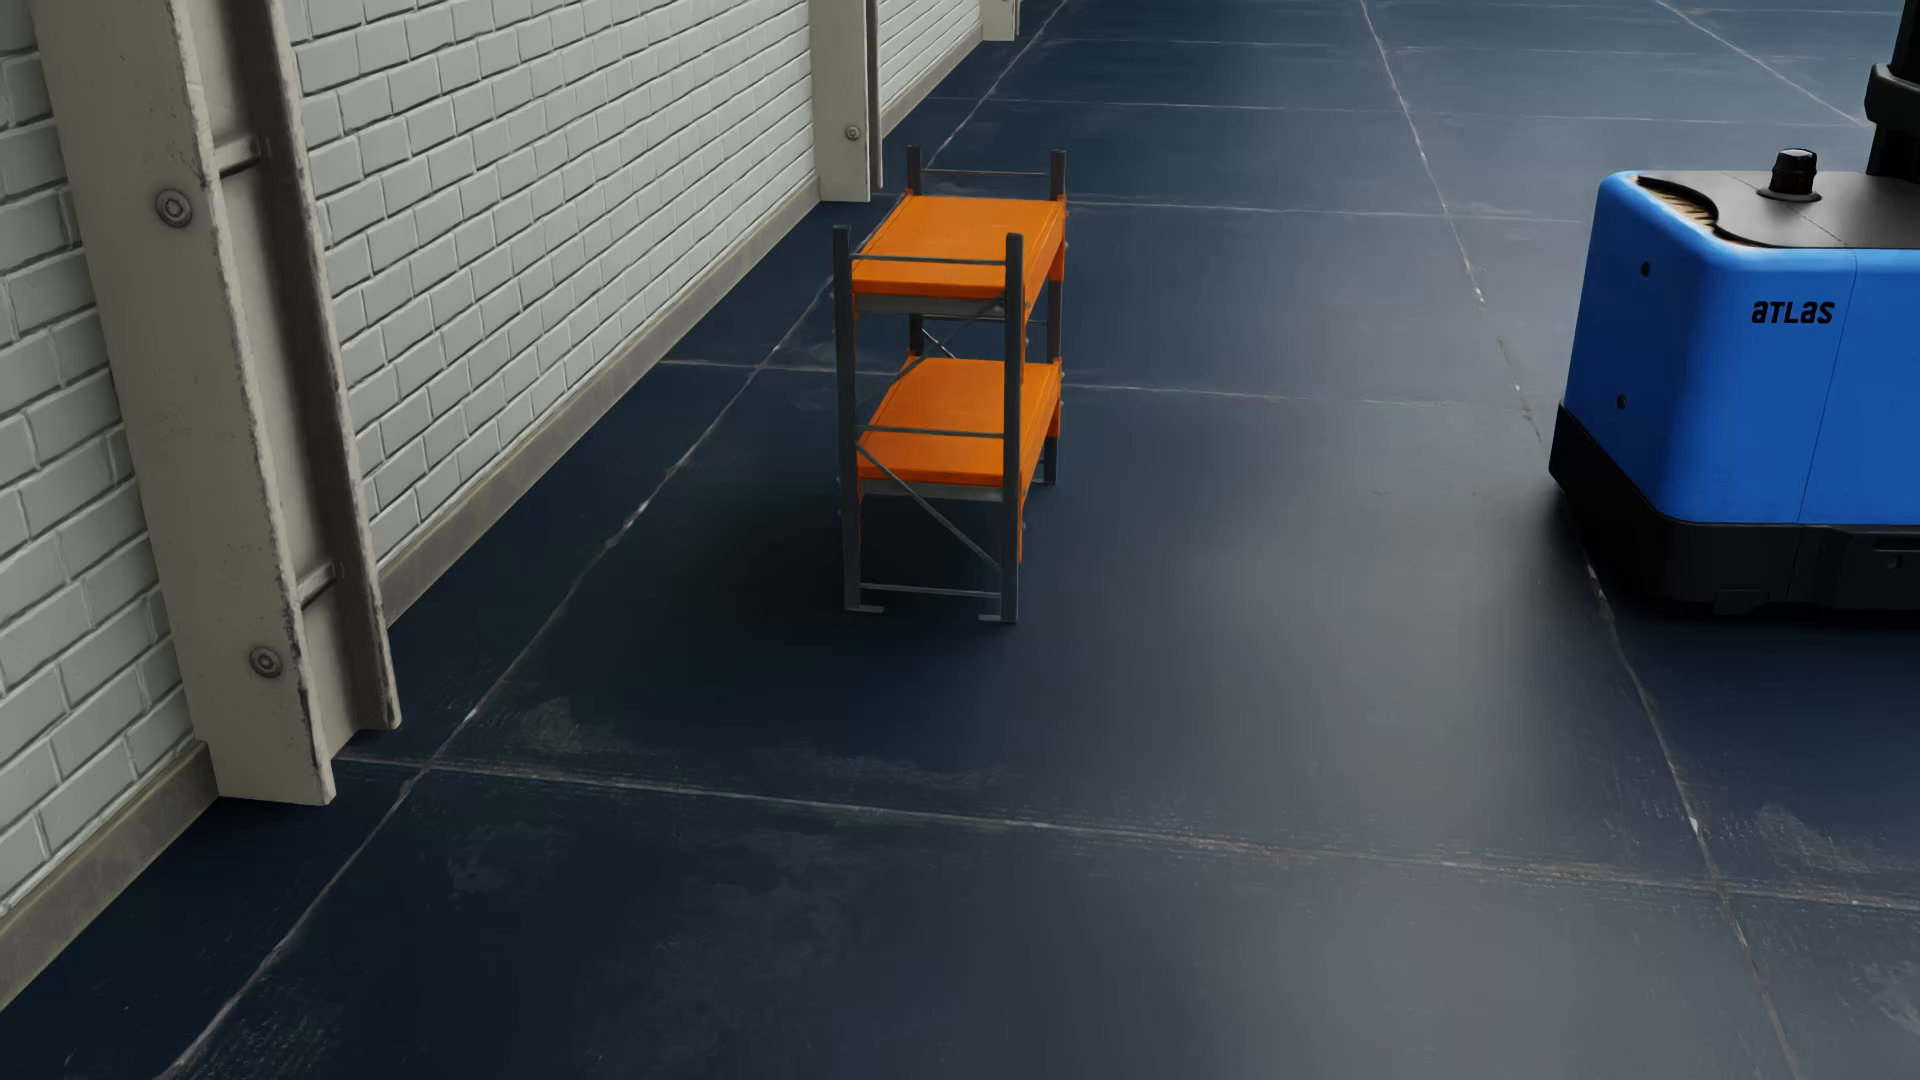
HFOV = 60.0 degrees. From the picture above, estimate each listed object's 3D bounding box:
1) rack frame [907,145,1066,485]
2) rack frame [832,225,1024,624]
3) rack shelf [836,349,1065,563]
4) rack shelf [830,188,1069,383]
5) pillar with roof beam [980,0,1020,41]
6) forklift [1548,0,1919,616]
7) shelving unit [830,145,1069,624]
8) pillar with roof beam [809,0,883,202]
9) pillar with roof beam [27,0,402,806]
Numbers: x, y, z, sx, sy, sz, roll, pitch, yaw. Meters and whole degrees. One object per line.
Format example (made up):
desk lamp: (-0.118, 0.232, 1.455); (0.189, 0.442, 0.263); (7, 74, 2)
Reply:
rack frame: (0.082, -0.719, 5.460); (0.500, 1.125, 0.032); (4, 25, 9)
rack frame: (-0.084, -0.294, 4.551); (0.500, 1.125, 0.032); (4, 25, 9)
rack shelf: (-0.001, -0.285, 5.109); (0.538, 0.278, 1.000); (4, 25, 9)
rack shelf: (-0.001, -0.772, 4.881); (0.538, 0.278, 1.000); (4, 25, 9)
pillar with roof beam: (4.596, -8.264, 12.289); (9.100, 9.000, 0.400); (4, 25, 9)
forklift: (3.477, -1.296, 4.562); (3.031, 2.935, 1.130); (1, 25, 1)
shelving unit: (-0.001, -0.507, 5.005); (0.538, 1.125, 1.048); (4, 25, 9)
pillar with roof beam: (3.616, -5.754, 6.928); (9.100, 9.000, 0.400); (4, 25, 9)
pillar with roof beam: (2.635, -3.245, 1.567); (9.100, 9.000, 0.400); (4, 25, 9)
